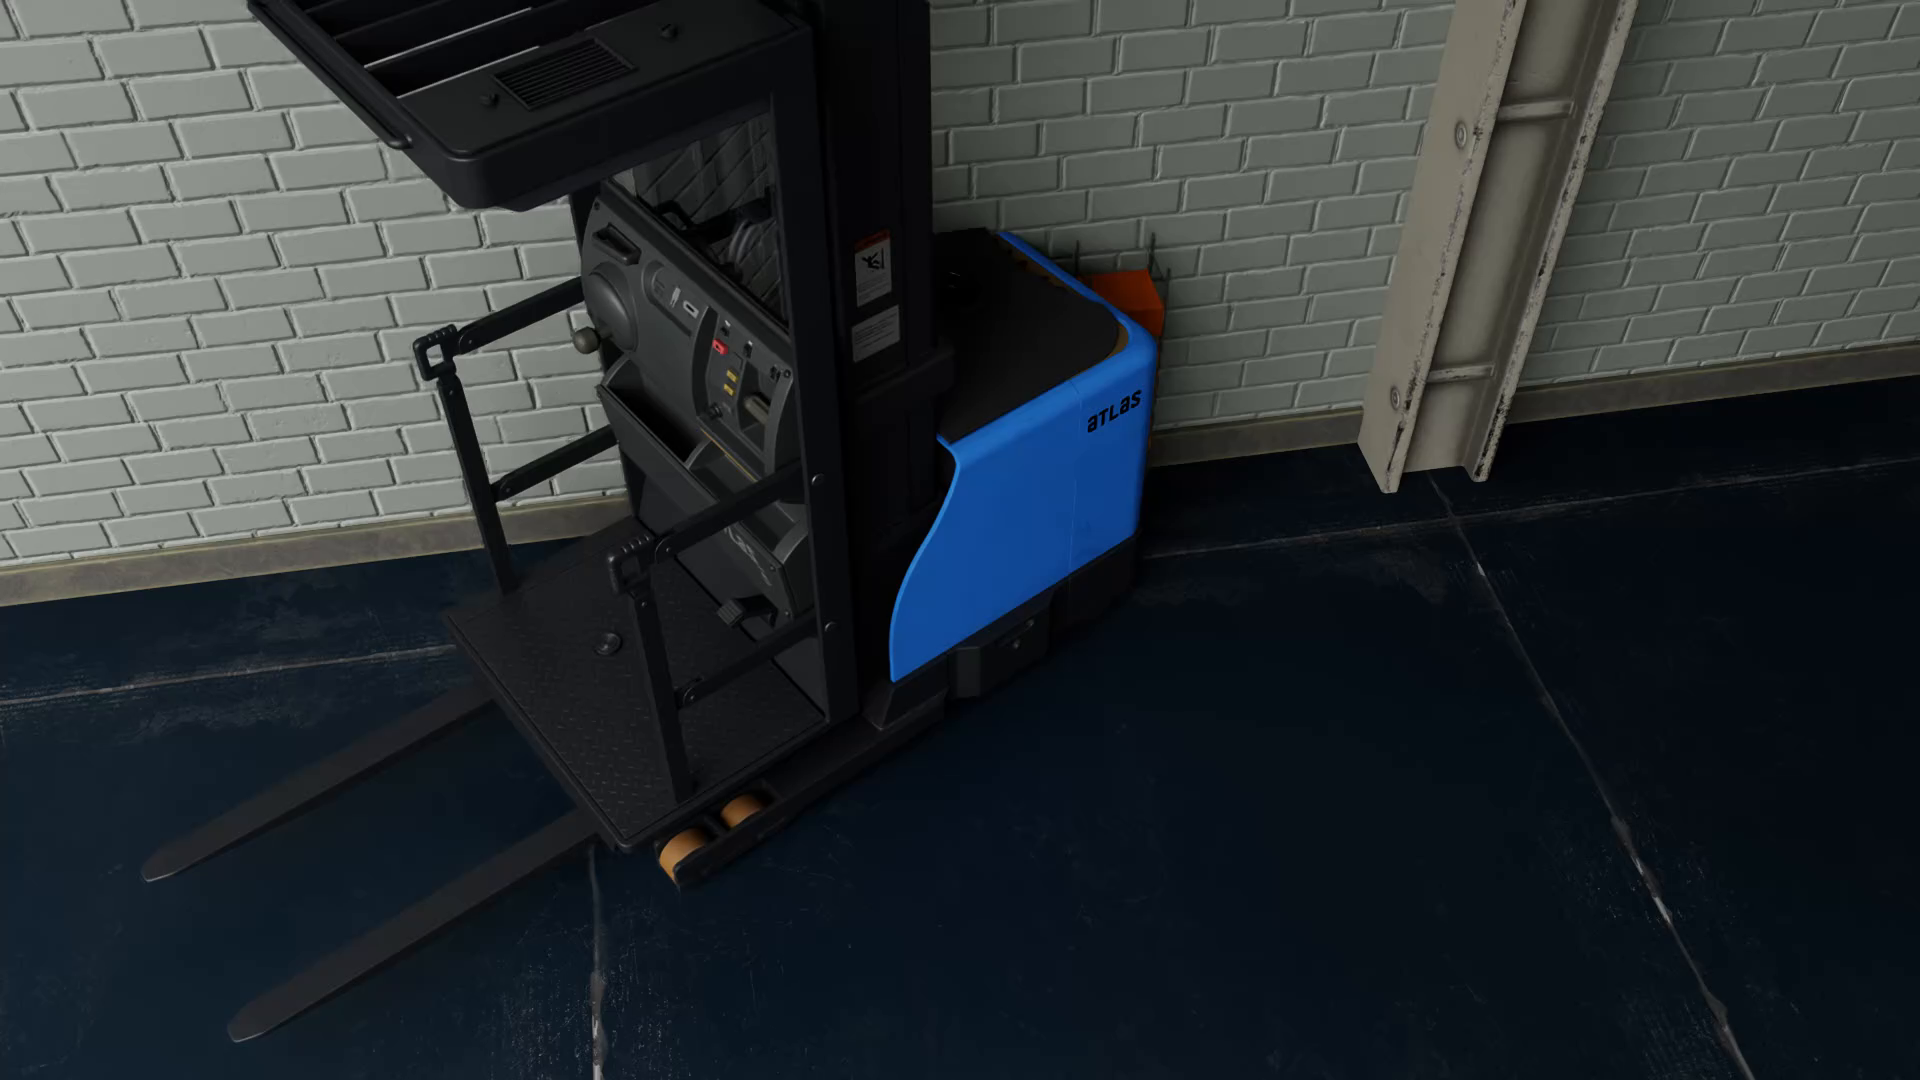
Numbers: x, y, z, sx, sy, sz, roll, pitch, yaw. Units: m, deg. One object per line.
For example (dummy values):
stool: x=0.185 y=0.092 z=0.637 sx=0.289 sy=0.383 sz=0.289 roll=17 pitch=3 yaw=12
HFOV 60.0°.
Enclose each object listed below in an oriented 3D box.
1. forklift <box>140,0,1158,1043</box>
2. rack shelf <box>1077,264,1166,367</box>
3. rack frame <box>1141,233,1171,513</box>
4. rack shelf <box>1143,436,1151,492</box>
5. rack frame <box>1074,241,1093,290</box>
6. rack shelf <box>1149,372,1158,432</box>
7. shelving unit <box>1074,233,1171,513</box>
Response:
forklift: x=-0.870 y=-0.459 z=4.157 sx=3.031 sy=2.935 sz=1.130 roll=-30 pitch=53 yaw=-26
rack shelf: x=0.504 y=-0.704 z=5.320 sx=0.240 sy=0.259 sz=0.215 roll=-7 pitch=47 yaw=-7
rack frame: x=0.623 y=-0.531 z=5.532 sx=0.008 sy=1.050 sz=0.200 roll=-7 pitch=47 yaw=-7
rack shelf: x=0.503 y=-0.315 z=5.725 sx=0.240 sy=0.259 sz=0.215 roll=-7 pitch=47 yaw=-7
rack frame: x=0.383 y=-0.499 z=5.501 sx=0.008 sy=1.050 sz=0.200 roll=-7 pitch=47 yaw=-7
rack shelf: x=0.503 y=-0.507 z=5.524 sx=0.240 sy=0.259 sz=0.215 roll=-7 pitch=47 yaw=-7
shelving unit: x=0.503 y=-0.515 z=5.517 sx=0.252 sy=1.050 sz=0.215 roll=-7 pitch=47 yaw=-7
